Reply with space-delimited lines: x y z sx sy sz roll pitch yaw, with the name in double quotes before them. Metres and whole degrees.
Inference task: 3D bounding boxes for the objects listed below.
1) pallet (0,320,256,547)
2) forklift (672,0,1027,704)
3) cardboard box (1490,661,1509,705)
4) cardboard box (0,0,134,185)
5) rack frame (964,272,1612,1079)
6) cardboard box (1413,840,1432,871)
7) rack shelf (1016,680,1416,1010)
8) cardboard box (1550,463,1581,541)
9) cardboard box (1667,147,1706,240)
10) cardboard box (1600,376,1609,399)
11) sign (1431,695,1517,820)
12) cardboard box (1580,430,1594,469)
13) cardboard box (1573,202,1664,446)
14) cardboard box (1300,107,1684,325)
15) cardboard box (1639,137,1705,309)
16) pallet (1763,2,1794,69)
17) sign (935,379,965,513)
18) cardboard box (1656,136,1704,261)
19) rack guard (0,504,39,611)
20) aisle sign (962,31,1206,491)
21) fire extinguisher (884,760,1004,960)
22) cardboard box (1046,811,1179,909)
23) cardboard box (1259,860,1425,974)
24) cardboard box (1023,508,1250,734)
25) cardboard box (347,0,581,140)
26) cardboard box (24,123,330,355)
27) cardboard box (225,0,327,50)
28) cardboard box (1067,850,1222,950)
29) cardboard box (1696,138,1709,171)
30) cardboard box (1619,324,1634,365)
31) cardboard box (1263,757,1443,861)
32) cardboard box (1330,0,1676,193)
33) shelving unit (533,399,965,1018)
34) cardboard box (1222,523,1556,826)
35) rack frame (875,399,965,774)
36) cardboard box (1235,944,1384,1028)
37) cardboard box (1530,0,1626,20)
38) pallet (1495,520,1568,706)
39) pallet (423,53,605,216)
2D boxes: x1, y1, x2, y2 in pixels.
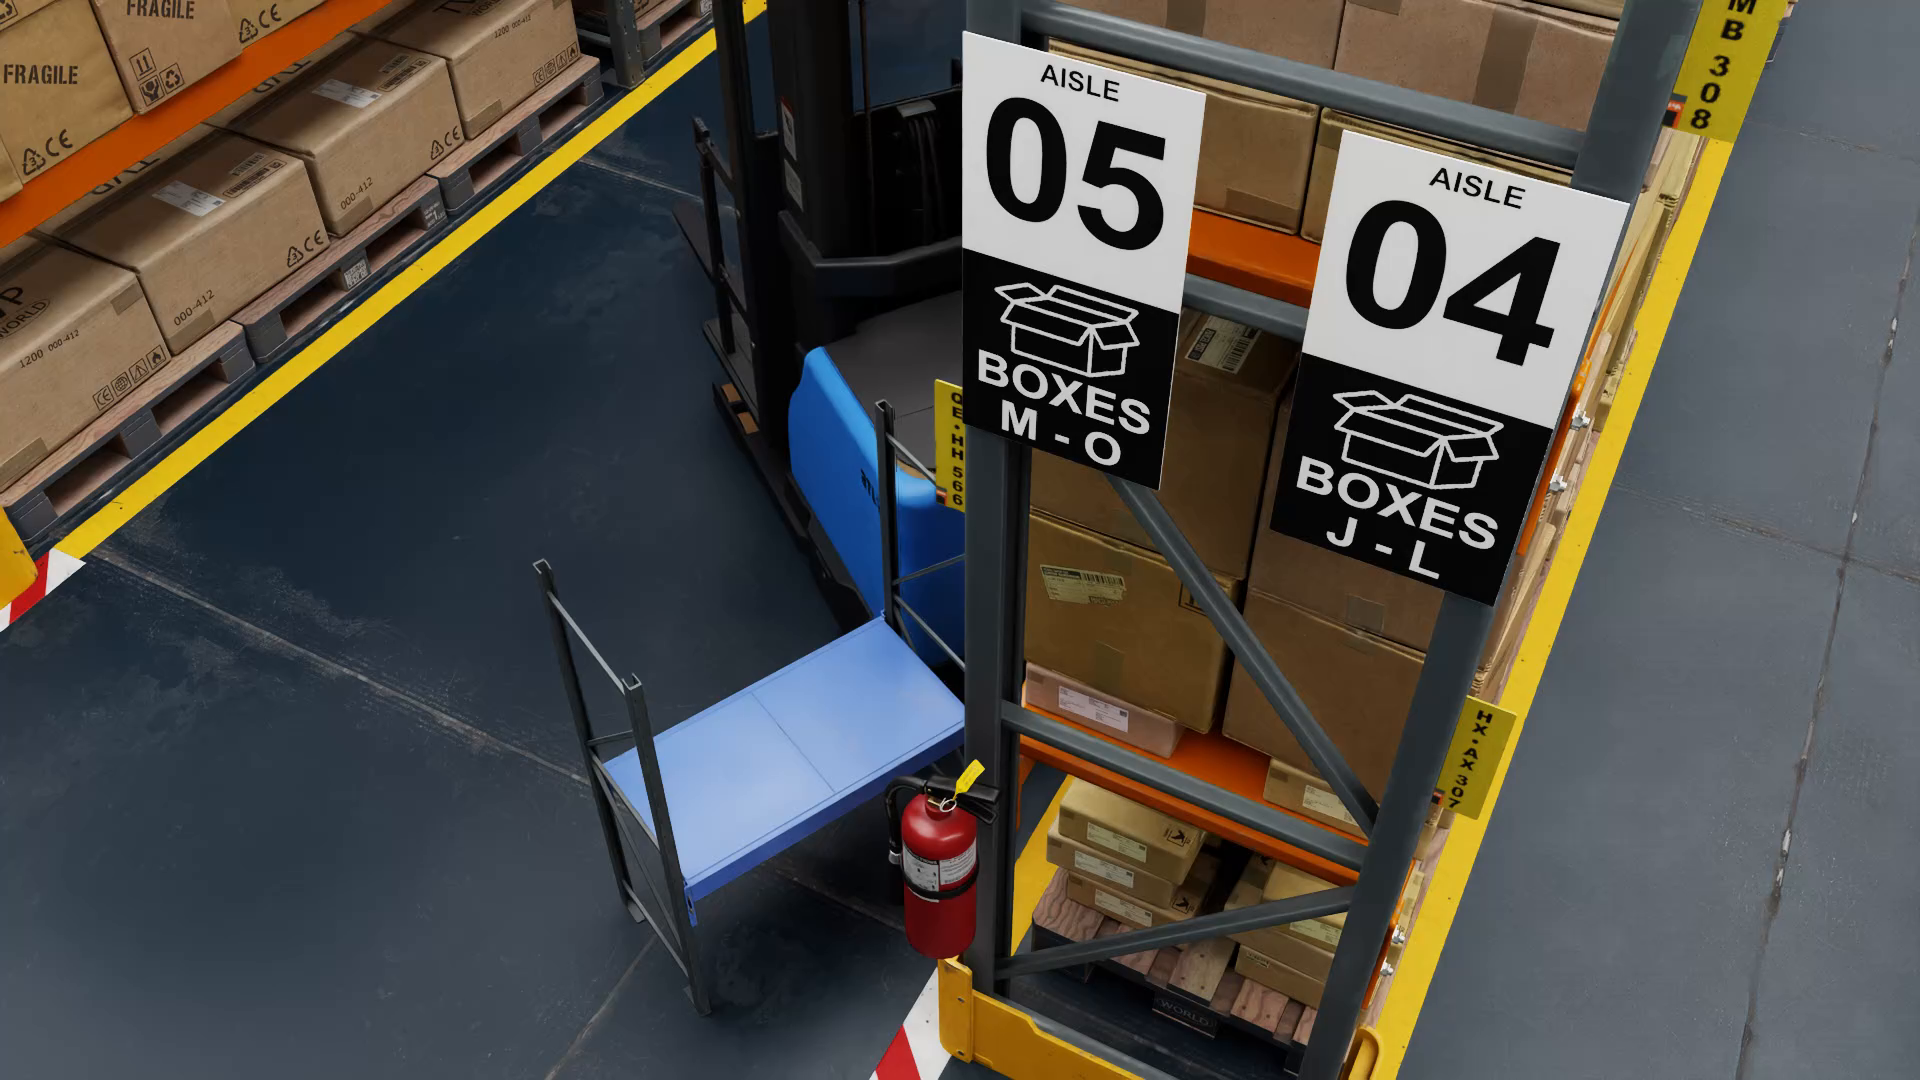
"pallet" -3.650 -0.583 6.677 1.003 0.211 1.213 20 49 19
"forklift" -0.339 -1.498 5.670 1.130 2.935 3.031 -18 48 -17
"cardboard box" 1.606 0.372 5.483 0.380 0.149 0.250 18 48 17
"cardboard box" -3.265 -1.604 5.656 0.500 0.500 0.500 20 49 19
"rack frame" 0.479 0.537 3.610 1.000 3.000 0.127 20 49 19
"cardboard box" 1.127 0.888 4.763 0.380 0.149 0.250 20 49 19
"rack shelf" 1.407 -0.470 5.111 1.077 0.370 4.000 20 49 19
"cardboard box" 1.861 -0.181 5.611 0.380 0.149 0.250 19 48 18
"cardboard box" 2.914 -1.629 7.214 0.500 0.500 0.500 22 49 21
"cardboard box" 2.209 -0.694 6.118 0.380 0.149 0.250 20 49 19
"sign" 0.960 0.412 3.125 0.100 0.325 0.005 20 49 19
"cardboard box" 2.195 -0.445 6.290 0.380 0.149 0.250 19 48 18
"cardboard box" 1.151 -0.469 3.622 0.500 0.500 0.500 22 49 20
"cardboard box" 0.914 -0.663 2.792 0.500 0.250 0.500 22 49 20
"cardboard box" 1.887 -1.085 4.933 0.500 0.500 0.500 20 49 19
"pallet" 2.819 -2.348 6.597 1.003 0.211 1.213 20 49 19
"sign" -0.003 -0.177 3.279 0.100 0.325 0.005 20 49 19
"cardboard box" 1.646 -1.111 4.257 0.500 0.500 0.500 19 48 18
"rack guard" -3.963 -0.139 6.036 1.175 0.500 0.348 20 49 19
"aisle sign" 0.179 -0.429 2.738 0.394 0.787 0.004 20 49 19
"fire extinguisher" -0.047 0.702 3.764 0.296 0.674 0.183 20 49 19
"cardboard box" 0.471 0.861 4.790 0.380 0.149 0.250 19 48 18
"cardboard box" 1.023 0.965 4.478 0.380 0.149 0.250 18 48 17
"cardboard box" 0.460 0.030 3.832 0.500 0.500 0.500 21 49 20
"cardboard box" -2.482 -2.440 8.059 0.875 0.438 0.875 20 49 19
"cardboard box" -3.317 -1.308 6.940 0.875 0.438 0.875 22 49 20
"cardboard box" -2.795 -2.239 6.284 0.500 0.500 0.500 22 49 20
"cardboard box" 0.539 0.991 4.870 0.380 0.149 0.250 21 49 20
"cardboard box" 2.388 -1.439 5.740 0.380 0.149 0.250 19 48 18
"cardboard box" 2.357 -0.755 6.387 0.380 0.149 0.250 18 48 17
"cardboard box" 0.920 0.530 3.794 0.380 0.149 0.250 20 49 19
"cardboard box" 0.918 -0.837 2.613 0.500 0.250 0.500 21 49 20
"shelving unit" -0.481 0.507 4.694 1.048 1.500 0.538 -28 51 -25
"cardboard box" 0.932 0.206 3.658 0.500 0.500 0.500 23 50 21
"rack frame" -0.071 0.293 4.906 0.032 1.500 0.500 -28 51 -25
"cardboard box" 1.006 1.168 4.696 0.380 0.149 0.250 21 49 20
"cardboard box" 0.831 -0.909 2.404 0.380 0.149 0.250 20 49 19
"pallet" 1.490 0.204 5.900 1.003 0.211 1.213 20 49 19
"pallet" -2.518 -2.120 8.197 1.003 0.211 1.213 20 49 19
